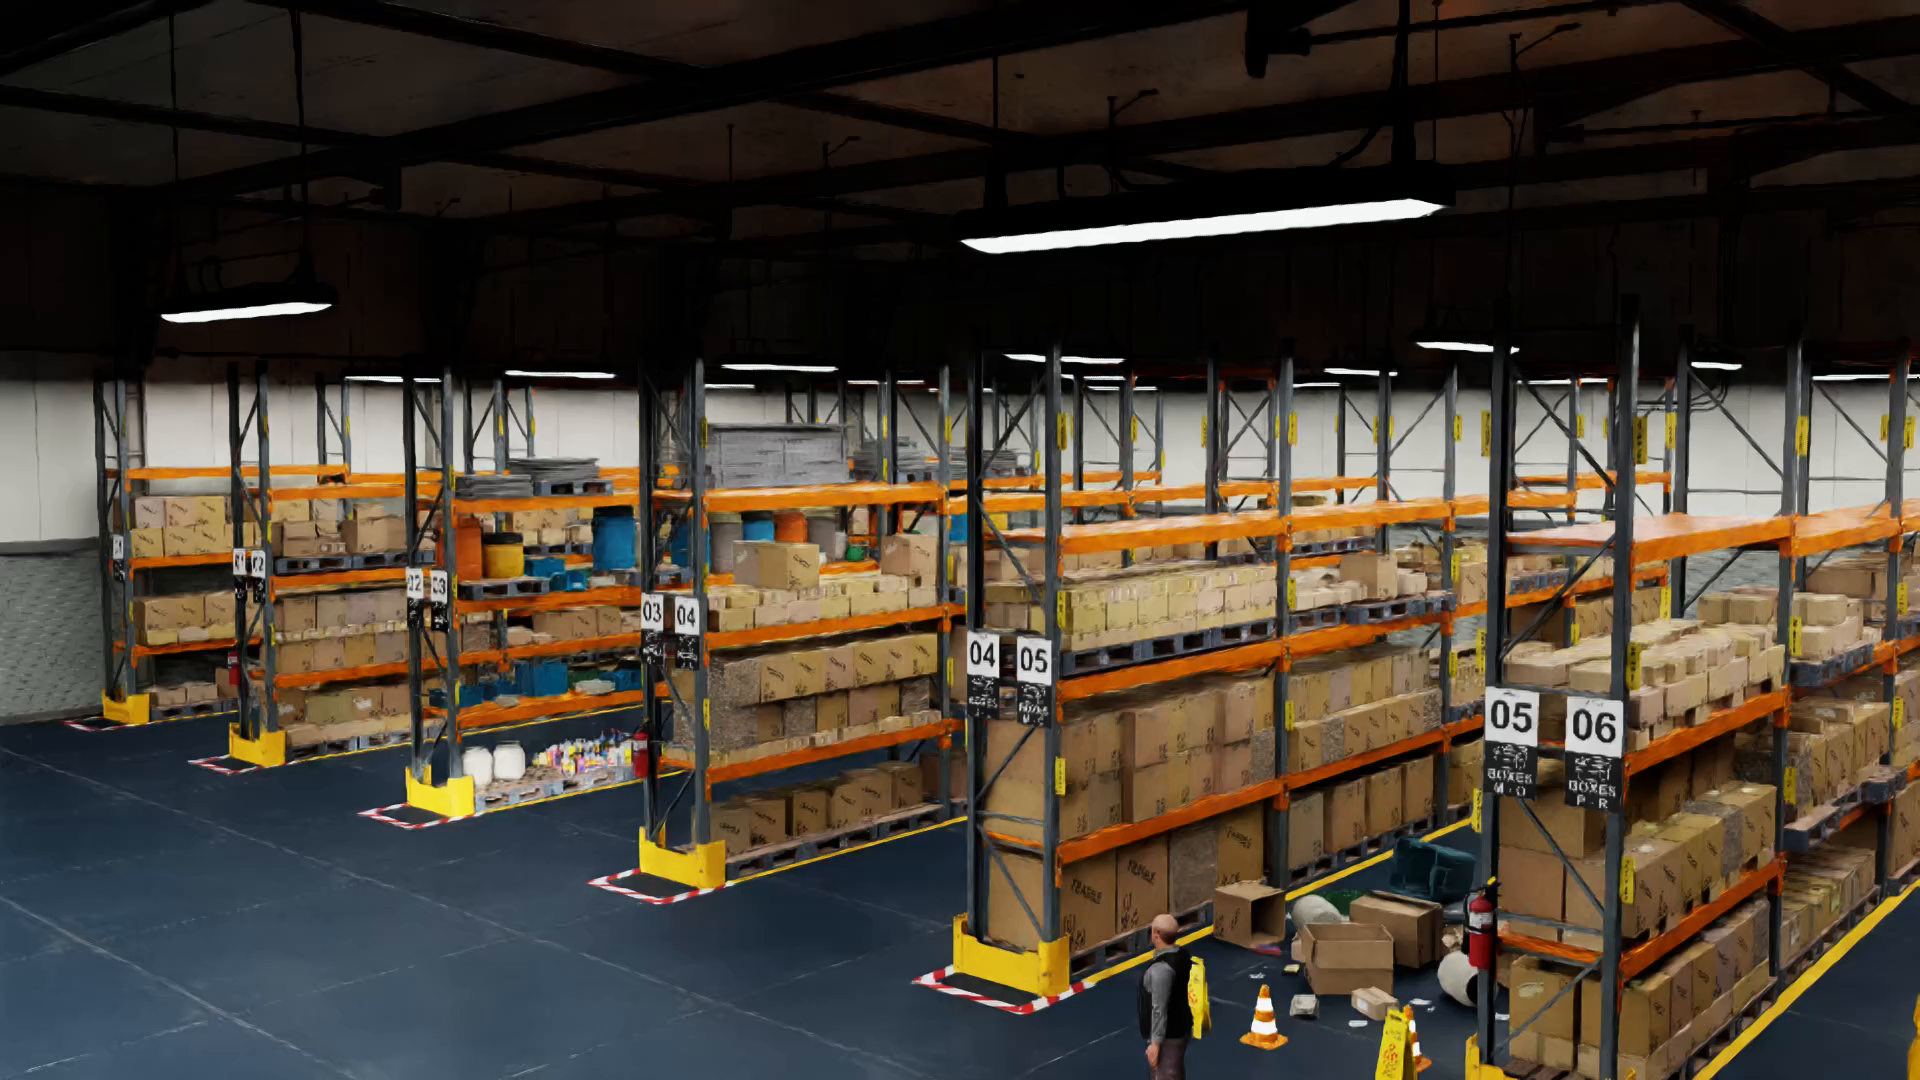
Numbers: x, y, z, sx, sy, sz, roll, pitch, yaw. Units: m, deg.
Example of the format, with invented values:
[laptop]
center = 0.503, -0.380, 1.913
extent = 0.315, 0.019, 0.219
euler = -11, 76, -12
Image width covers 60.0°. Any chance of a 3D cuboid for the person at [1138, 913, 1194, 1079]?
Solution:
[person]
center = 1.442, 3.460, 11.576
extent = 0.551, 1.722, 0.638
euler = 2, 4, 21
